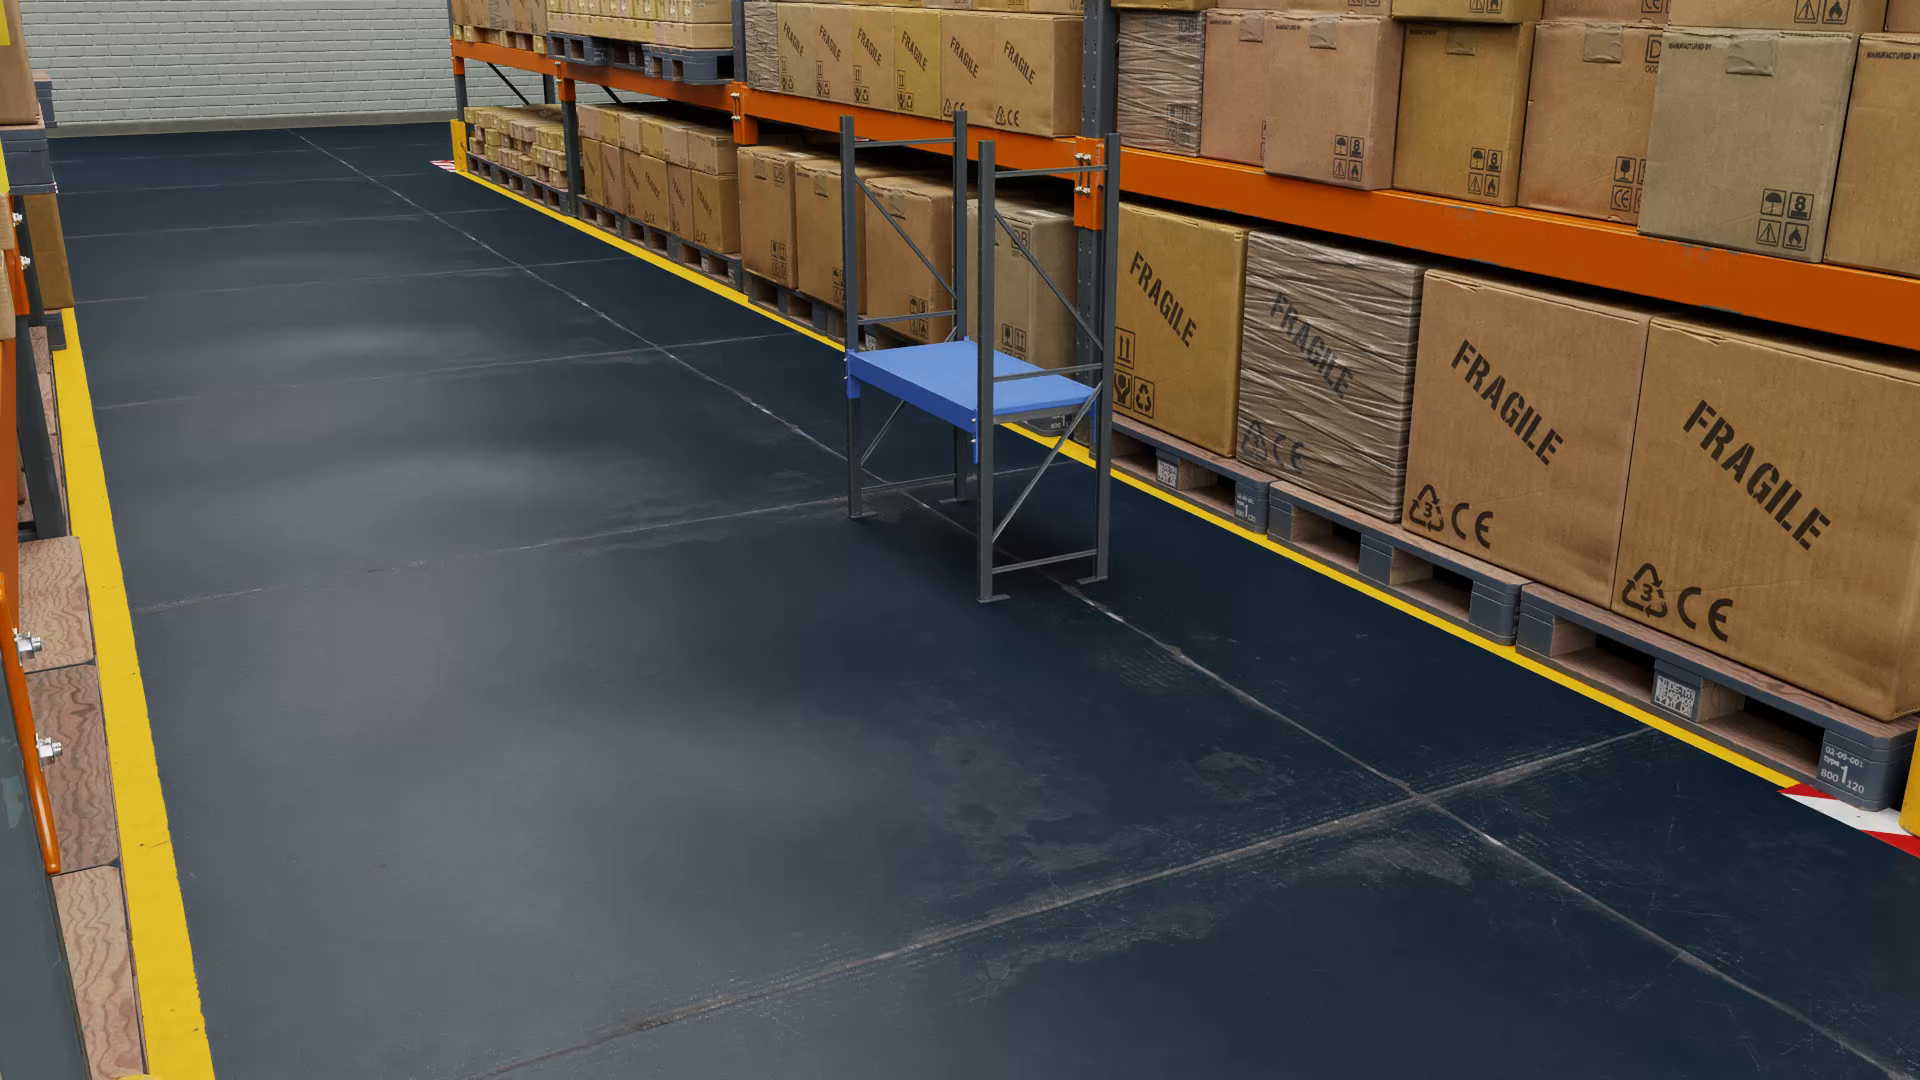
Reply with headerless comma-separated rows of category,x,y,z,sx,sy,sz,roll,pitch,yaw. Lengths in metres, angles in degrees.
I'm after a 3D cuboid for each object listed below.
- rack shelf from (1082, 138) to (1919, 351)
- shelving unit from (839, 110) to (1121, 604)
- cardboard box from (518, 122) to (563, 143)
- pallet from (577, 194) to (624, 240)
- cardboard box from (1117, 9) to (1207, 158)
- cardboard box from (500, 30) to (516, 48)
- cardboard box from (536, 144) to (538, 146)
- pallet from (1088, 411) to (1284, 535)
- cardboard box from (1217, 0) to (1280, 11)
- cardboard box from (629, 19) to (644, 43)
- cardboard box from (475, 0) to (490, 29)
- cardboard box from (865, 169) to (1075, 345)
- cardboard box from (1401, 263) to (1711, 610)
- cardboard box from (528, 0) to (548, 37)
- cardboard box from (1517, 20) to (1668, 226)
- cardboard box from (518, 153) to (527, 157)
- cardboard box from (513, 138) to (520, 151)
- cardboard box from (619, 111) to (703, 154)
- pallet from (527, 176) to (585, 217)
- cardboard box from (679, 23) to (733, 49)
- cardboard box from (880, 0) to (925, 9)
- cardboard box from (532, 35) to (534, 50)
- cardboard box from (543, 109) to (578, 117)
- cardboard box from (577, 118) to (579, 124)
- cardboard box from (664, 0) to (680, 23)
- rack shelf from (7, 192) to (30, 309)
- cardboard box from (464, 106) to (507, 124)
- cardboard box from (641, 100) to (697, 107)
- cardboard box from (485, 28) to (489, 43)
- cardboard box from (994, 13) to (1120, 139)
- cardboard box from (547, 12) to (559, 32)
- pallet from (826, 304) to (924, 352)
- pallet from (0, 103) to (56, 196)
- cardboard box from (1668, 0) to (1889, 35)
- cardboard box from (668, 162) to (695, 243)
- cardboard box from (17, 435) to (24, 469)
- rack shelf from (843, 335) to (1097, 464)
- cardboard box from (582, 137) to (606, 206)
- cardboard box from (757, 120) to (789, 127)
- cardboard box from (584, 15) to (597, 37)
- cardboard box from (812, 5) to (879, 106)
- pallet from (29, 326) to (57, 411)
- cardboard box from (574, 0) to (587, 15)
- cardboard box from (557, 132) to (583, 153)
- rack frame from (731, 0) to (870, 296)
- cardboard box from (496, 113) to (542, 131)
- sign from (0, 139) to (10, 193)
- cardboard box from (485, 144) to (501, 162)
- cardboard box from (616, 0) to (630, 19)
rack shelf,1.921,-1.000,5.532,1.077,0.370,4.000,-10,21,-27
shelving unit,0.041,-0.684,5.816,0.538,1.500,1.048,-10,21,-27
cardboard box,-3.770,-3.692,15.046,0.380,0.149,0.250,-11,22,-29
pallet,-2.456,-2.669,13.542,1.003,0.211,1.213,-10,21,-27
cardboard box,1.157,-1.881,6.753,0.875,0.550,0.550,-10,21,-27
cardboard box,-3.975,-4.575,15.176,0.380,0.149,0.250,-10,21,-26
cardboard box,-3.572,-3.480,14.889,0.380,0.149,0.250,-10,21,-26
pallet,1.264,-0.365,6.866,1.003,0.211,1.213,-10,21,-27
cardboard box,1.480,-2.244,6.150,0.875,0.550,0.550,-10,21,-27
cardboard box,-2.050,-3.507,11.436,0.380,0.149,0.250,-11,22,-29
cardboard box,-4.259,-5.082,15.653,0.500,0.500,0.500,-10,21,-26
cardboard box,0.143,-1.491,8.658,1.050,0.750,0.750,-10,21,-27
cardboard box,2.071,-0.396,5.295,0.875,0.875,0.875,-10,22,-28
cardboard box,-3.306,-4.493,13.945,0.500,0.500,0.500,-10,21,-27
cardboard box,2.219,-1.271,4.985,0.875,0.550,0.550,-10,21,-27
cardboard box,-3.870,-3.503,15.412,0.380,0.149,0.250,-10,21,-26
cardboard box,-4.028,-3.793,15.794,0.380,0.149,0.250,-9,21,-24
cardboard box,-2.216,-3.029,12.350,0.500,0.250,0.500,-9,21,-25
pallet,-3.177,-3.079,14.732,1.003,0.211,1.213,-10,21,-27
cardboard box,-1.567,-3.212,10.583,0.380,0.149,0.250,-10,21,-26
cardboard box,0.006,-3.013,8.578,0.700,0.500,0.500,-10,22,-27
cardboard box,-3.461,-4.280,14.322,0.380,0.149,0.250,-9,21,-25
cardboard box,-3.882,-4.158,16.398,0.380,0.149,0.250,-11,22,-29
cardboard box,-3.446,-3.849,15.502,0.380,0.149,0.250,-11,22,-29
cardboard box,-1.691,-3.430,10.758,0.380,0.149,0.250,-9,21,-25
rack shelf,-4.391,-1.409,6.718,1.077,0.370,4.000,-10,21,-27
cardboard box,-4.777,-4.288,16.773,0.380,0.149,0.250,-11,22,-29
cardboard box,-2.251,-3.407,13.445,0.500,0.250,0.500,-11,22,-28
cardboard box,-4.380,-4.891,16.091,0.380,0.149,0.250,-9,21,-24
cardboard box,0.489,-2.069,7.377,0.500,0.500,0.500,-10,21,-27
cardboard box,-3.045,-4.106,13.173,0.380,0.149,0.250,-11,22,-29
pallet,-0.044,-1.156,9.158,1.003,0.211,1.213,-10,21,-27
pallet,-3.676,-1.326,5.669,1.003,0.211,1.213,-10,21,-27
cardboard box,2.387,-1.603,4.293,0.875,0.550,0.550,-10,21,-27
cardboard box,-1.714,-2.377,11.610,0.500,0.500,0.500,-9,21,-24
cardboard box,-3.924,-0.520,6.198,0.700,0.500,0.500,-10,21,-27
rack shelf,0.041,-0.514,5.874,0.538,0.185,1.000,-10,21,-27
cardboard box,-2.710,-2.974,13.340,0.500,0.500,0.500,-9,21,-25
cardboard box,-1.283,-2.814,11.728,0.500,0.250,0.500,-10,22,-27
cardboard box,-2.553,-3.809,12.314,0.380,0.149,0.250,-11,22,-29
cardboard box,-0.469,-2.648,9.054,0.500,0.500,0.500,-10,21,-27
pallet,-4.971,-0.780,8.068,1.003,0.211,1.213,-10,21,-27
cardboard box,-2.673,-4.024,12.479,0.380,0.149,0.250,-11,22,-29
cardboard box,-3.225,-3.404,14.213,0.380,0.149,0.250,-9,21,-25
rack frame,-0.928,-3.062,10.407,1.000,3.000,0.127,-10,21,-27
cardboard box,-4.219,-3.995,15.926,0.380,0.149,0.250,-9,21,-25
sign,-1.065,-0.520,1.711,0.100,0.325,0.005,-10,21,-27
cardboard box,-4.414,-3.786,16.232,0.380,0.149,0.250,-10,21,-26
cardboard box,-2.178,-3.724,11.609,0.380,0.149,0.250,-9,21,-25
